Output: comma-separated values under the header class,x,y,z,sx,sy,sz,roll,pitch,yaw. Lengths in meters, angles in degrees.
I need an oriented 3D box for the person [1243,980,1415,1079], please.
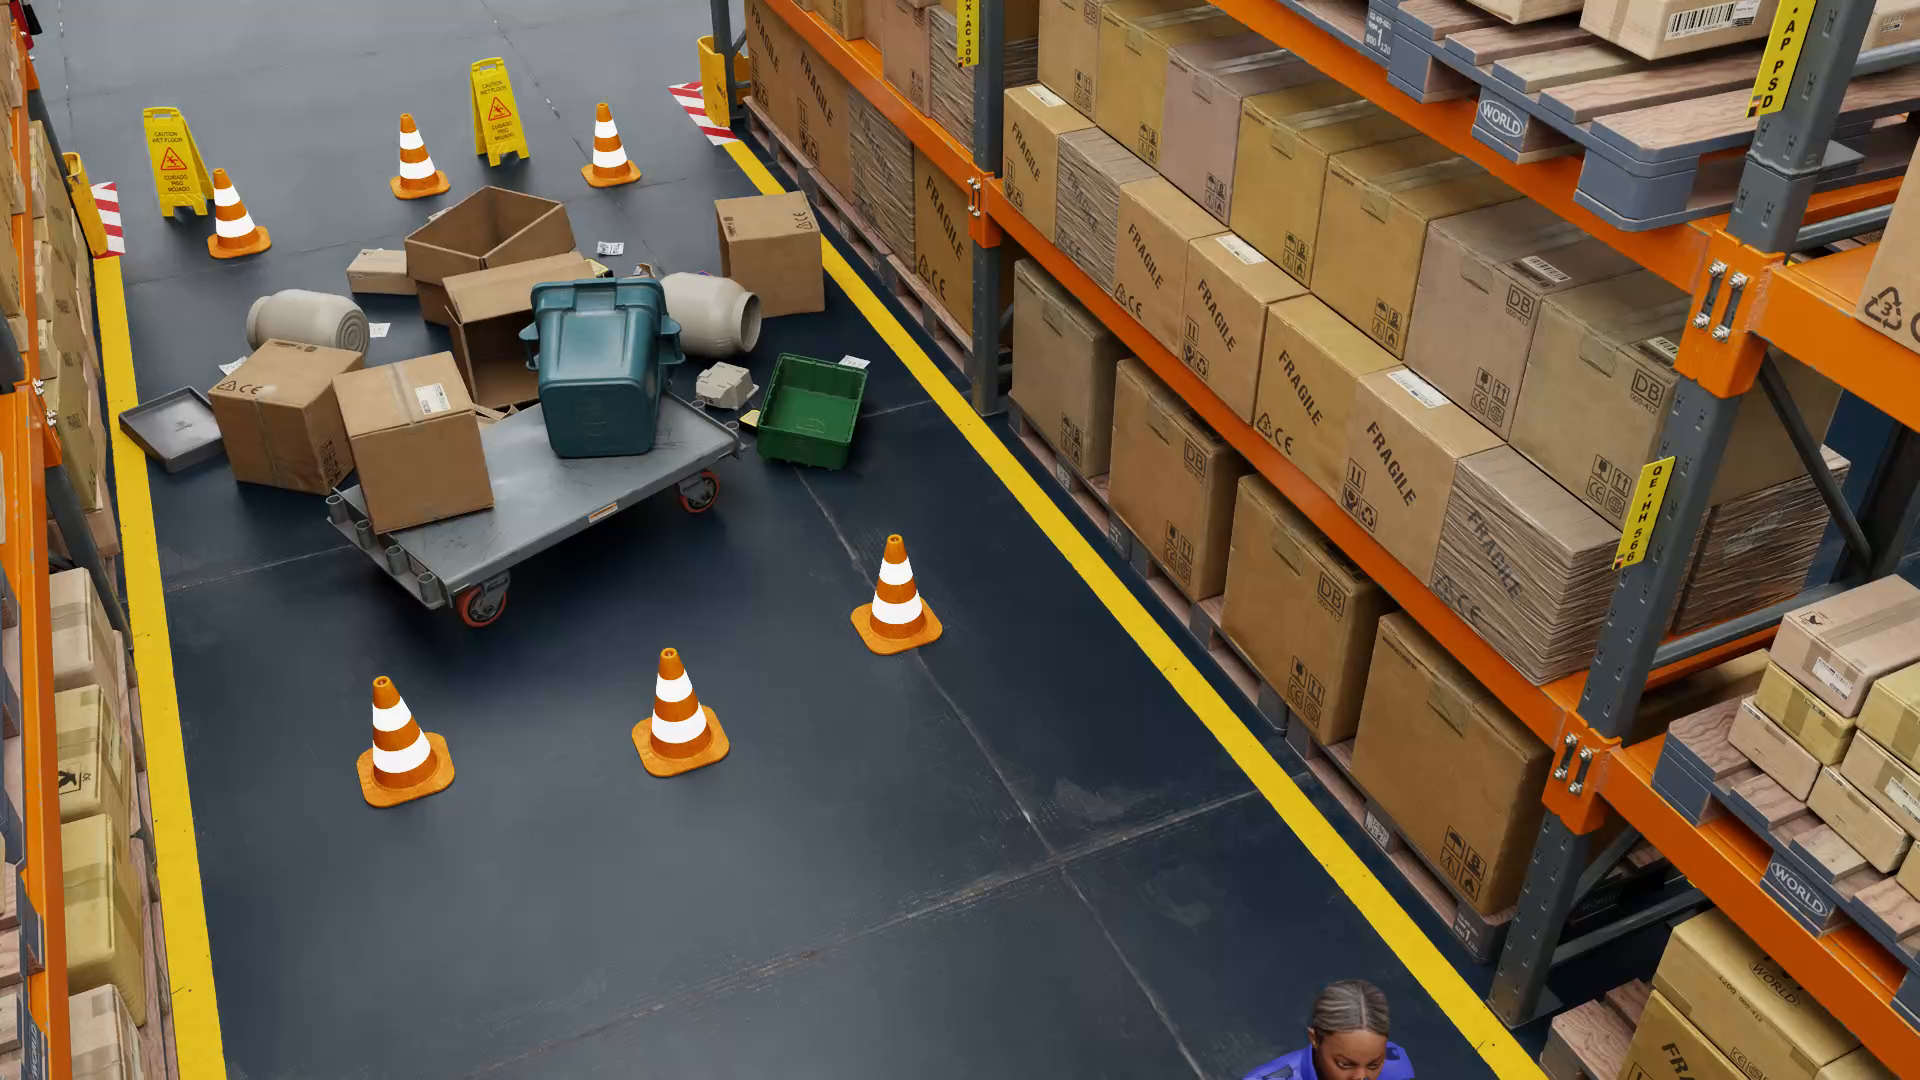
class,x,y,z,sx,sy,sz,roll,pitch,yaw
person,0.826,1.614,4.020,0.444,1.642,0.536,-9,38,-11
